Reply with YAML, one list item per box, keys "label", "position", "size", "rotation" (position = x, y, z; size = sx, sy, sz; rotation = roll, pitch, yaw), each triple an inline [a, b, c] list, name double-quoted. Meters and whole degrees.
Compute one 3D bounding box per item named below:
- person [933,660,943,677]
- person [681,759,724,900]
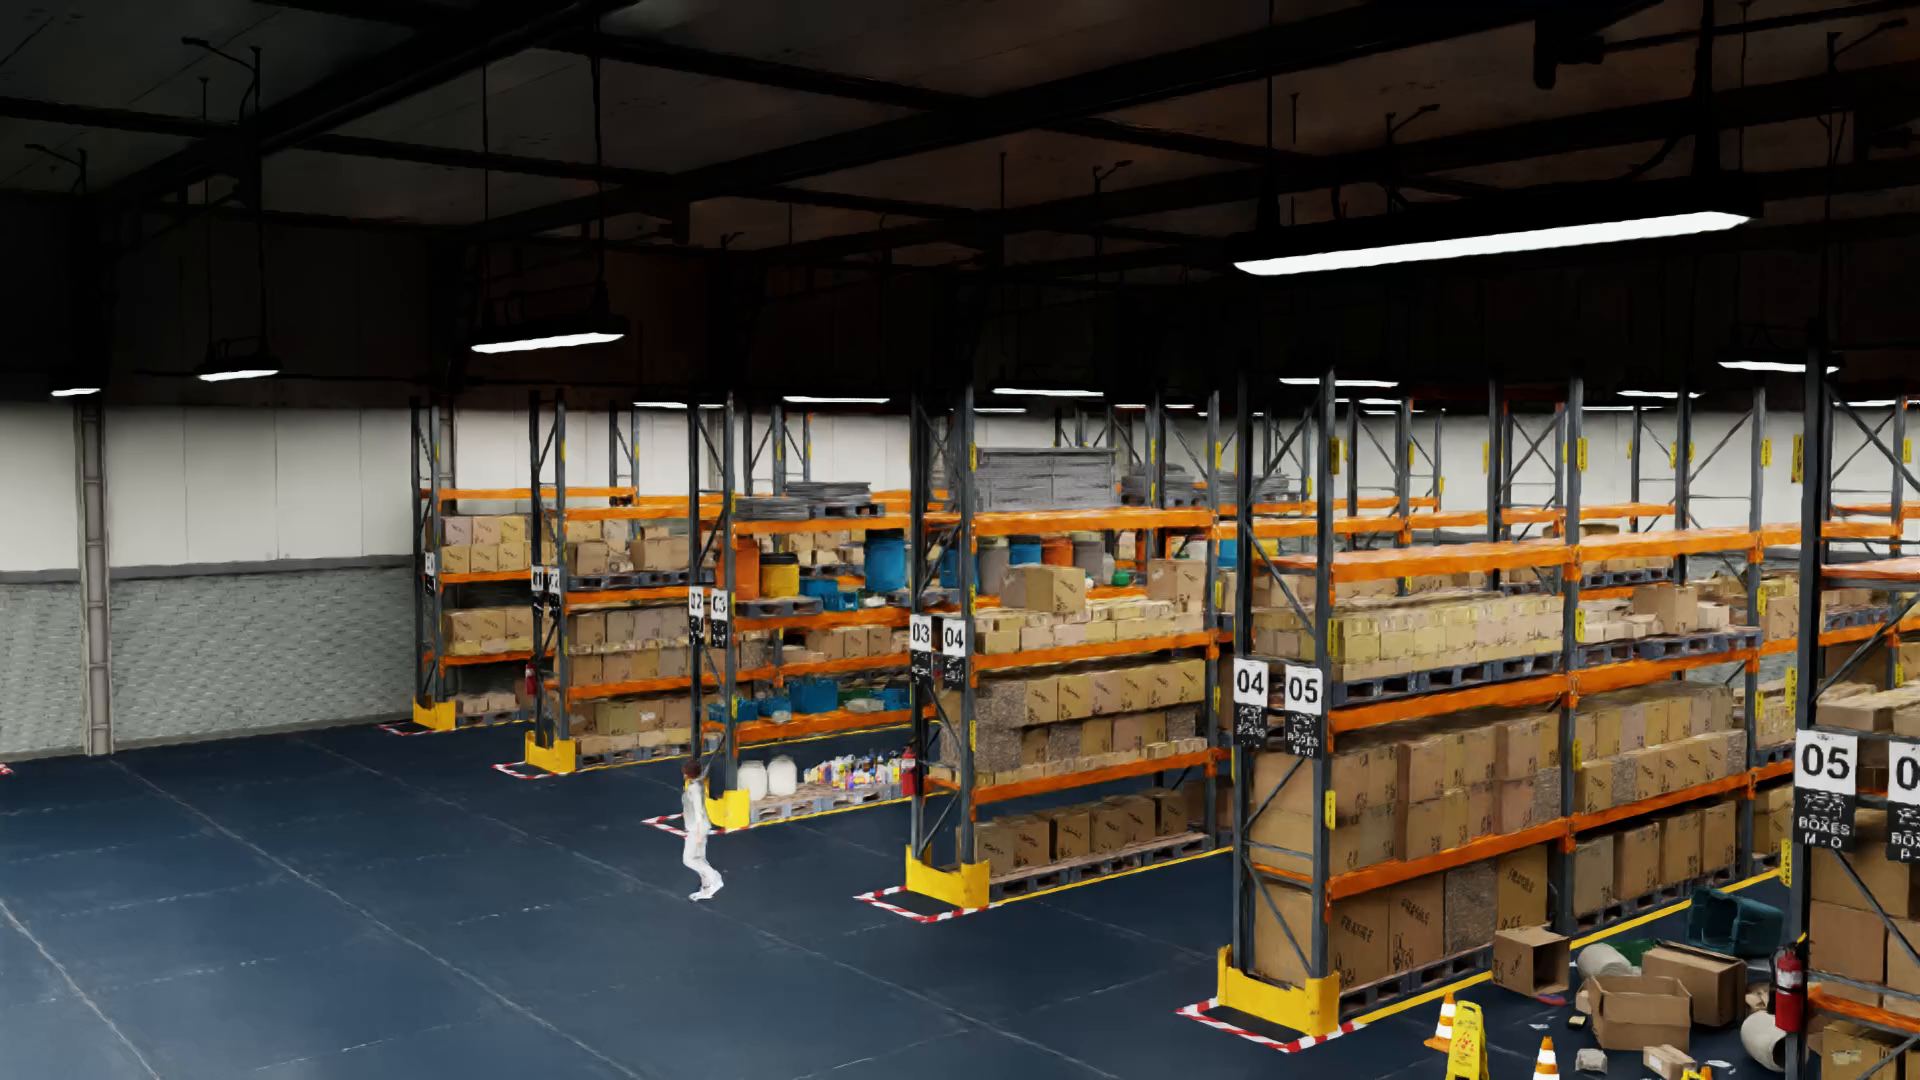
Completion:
- label: "person"
  position: [-0.340, 2.134, 35.934]
  size: [0.407, 1.786, 0.668]
  rotation: [2, 4, 33]
- label: "person"
  position: [-2.896, 3.264, 18.733]
  size: [0.476, 1.589, 0.471]
  rotation: [0, 3, 0]
